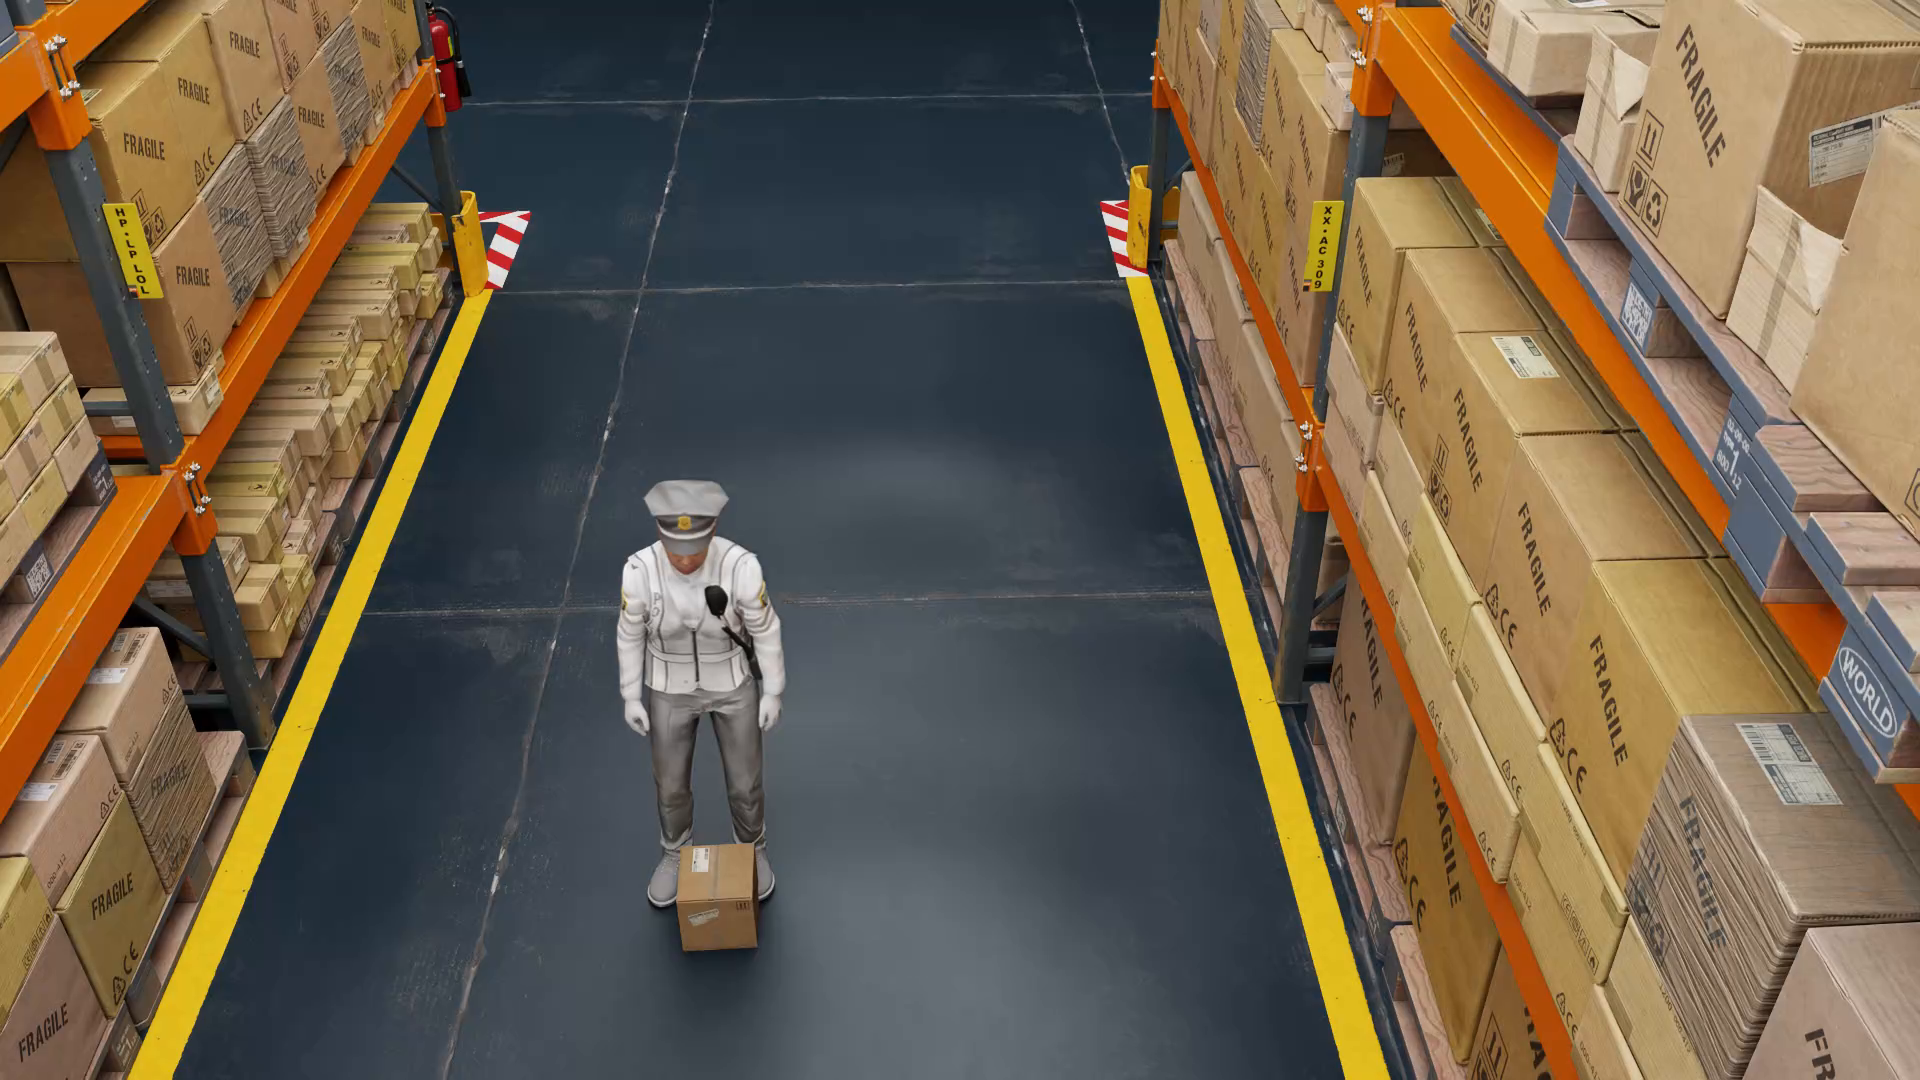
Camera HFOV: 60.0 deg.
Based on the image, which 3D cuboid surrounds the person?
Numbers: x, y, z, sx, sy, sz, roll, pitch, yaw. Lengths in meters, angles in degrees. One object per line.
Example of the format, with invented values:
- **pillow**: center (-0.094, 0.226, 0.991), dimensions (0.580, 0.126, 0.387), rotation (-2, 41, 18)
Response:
- **person**: center (-0.837, 0.503, 5.436), dimensions (0.535, 1.663, 0.379), rotation (-2, 35, -3)
